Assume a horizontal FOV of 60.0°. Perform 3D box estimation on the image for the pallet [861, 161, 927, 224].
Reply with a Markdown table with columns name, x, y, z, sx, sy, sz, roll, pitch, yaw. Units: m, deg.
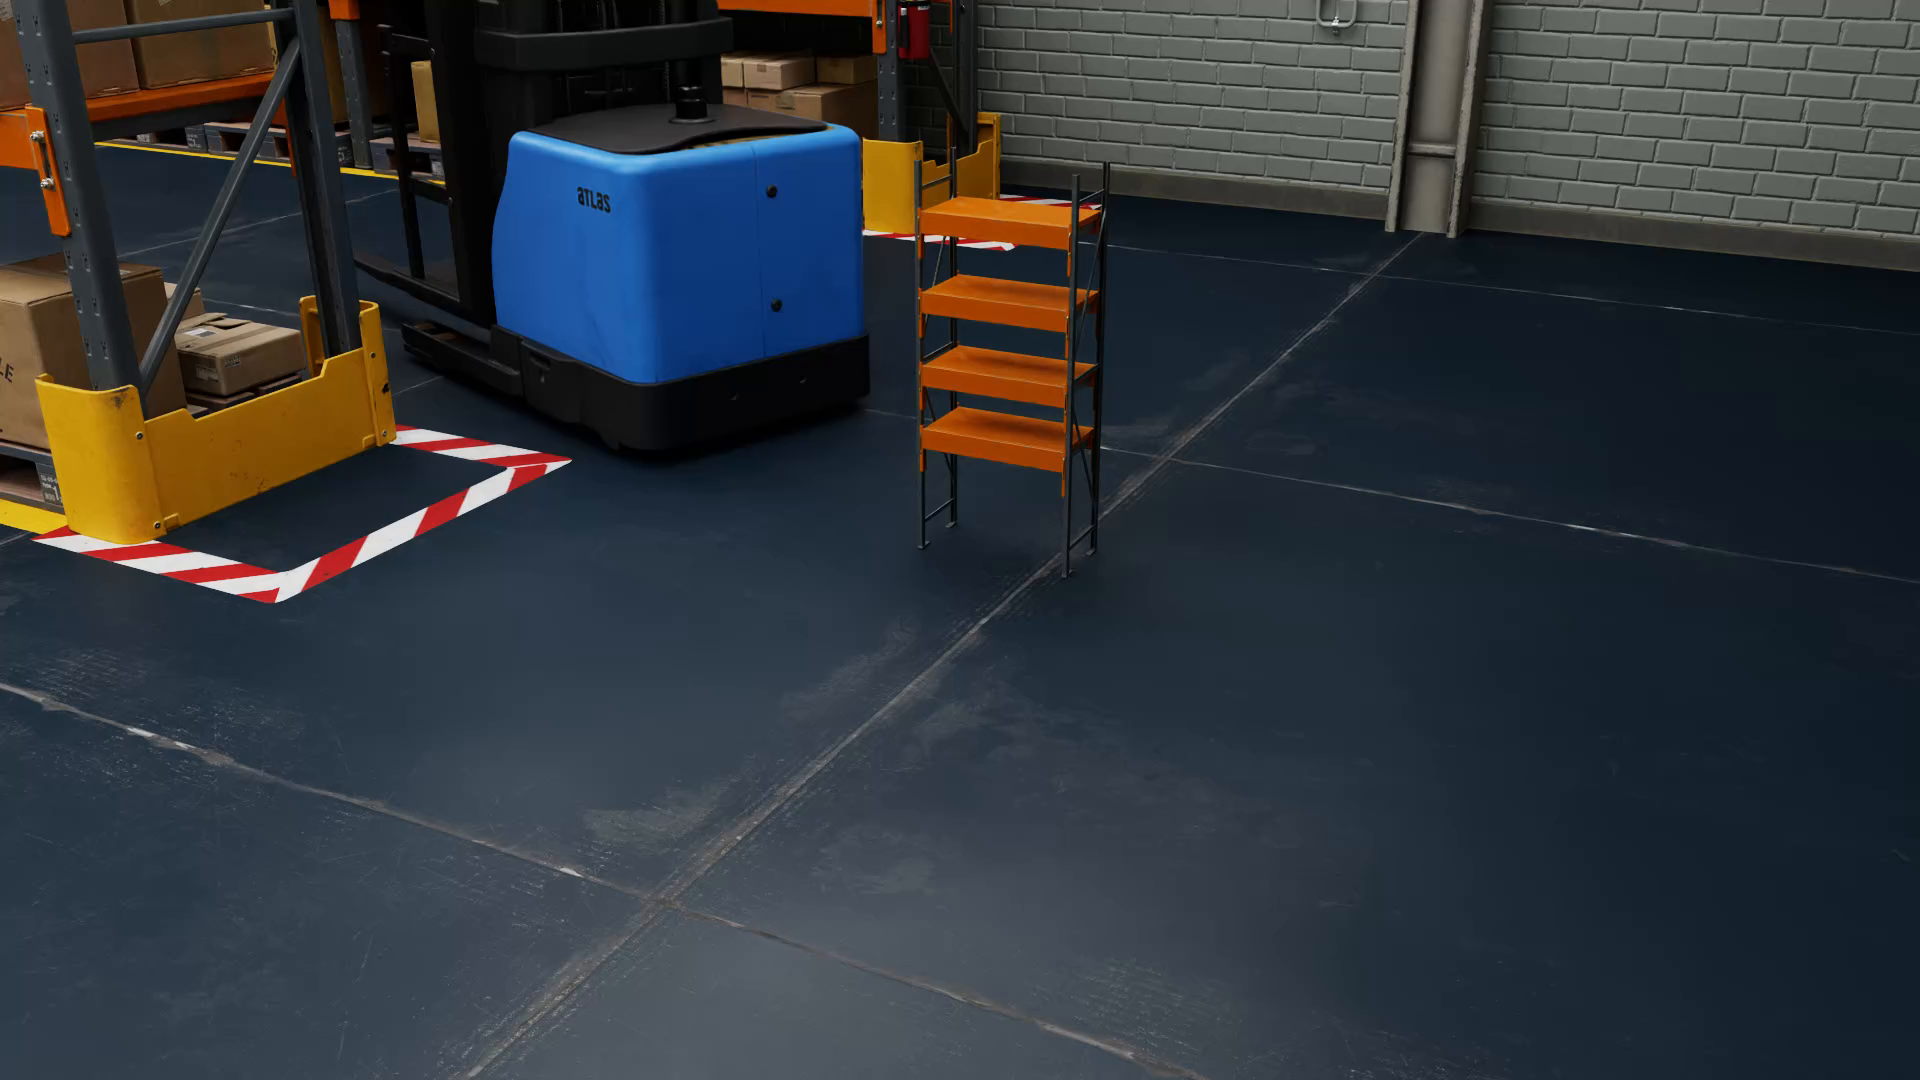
| name | x | y | z | sx | sy | sz | roll | pitch | yaw |
| --- | --- | --- | --- | --- | --- | --- | --- | --- | --- |
| pallet | -0.921 | -2.138 | 10.007 | 1.213 | 0.211 | 1.003 | 11 | 25 | 25 |

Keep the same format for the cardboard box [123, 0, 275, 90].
| name | x | y | z | sx | sy | sz | roll | pitch | yaw |
| --- | --- | --- | --- | --- | --- | --- | --- | --- | --- |
| cardboard box | -2.681 | -1.793 | 5.505 | 0.500 | 0.500 | 0.500 | 12 | 26 | 26 |

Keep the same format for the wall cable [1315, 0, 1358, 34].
| name | x | y | z | sx | sy | sz | roll | pitch | yaw |
| --- | --- | --- | --- | --- | --- | --- | --- | --- | --- |
| wall cable | 1.398 | -3.879 | 9.240 | 1.851 | 1.984 | 0.084 | 11 | 25 | 25 |

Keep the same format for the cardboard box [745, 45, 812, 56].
| name | x | y | z | sx | sy | sz | roll | pitch | yaw |
| --- | --- | --- | --- | --- | --- | --- | --- | --- | --- |
| cardboard box | -1.092 | -2.874 | 10.004 | 0.250 | 0.149 | 0.380 | 11 | 26 | 25 |

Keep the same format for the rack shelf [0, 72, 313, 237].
| name | x | y | z | sx | sy | sz | roll | pitch | yaw |
| --- | --- | --- | --- | --- | --- | --- | --- | --- | --- |
| rack shelf | -4.189 | -1.599 | 6.095 | 4.000 | 0.370 | 1.077 | 11 | 25 | 25 |

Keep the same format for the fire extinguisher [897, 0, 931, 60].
| name | x | y | z | sx | sy | sz | roll | pitch | yaw |
| --- | --- | --- | --- | --- | --- | --- | --- | --- | --- |
| fire extinguisher | -0.246 | -2.912 | 8.840 | 0.183 | 0.674 | 0.296 | 11 | 25 | 25 |

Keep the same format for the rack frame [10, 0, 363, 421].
| name | x | y | z | sx | sy | sz | roll | pitch | yaw |
| --- | --- | --- | --- | --- | --- | --- | --- | --- | --- |
| rack frame | -2.404 | -1.577 | 5.124 | 0.127 | 3.000 | 1.000 | 11 | 25 | 25 |

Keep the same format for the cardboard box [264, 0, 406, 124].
| name | x | y | z | sx | sy | sz | roll | pitch | yaw |
| --- | --- | --- | --- | --- | --- | --- | --- | --- | --- |
| cardboard box | -4.380 | -3.287 | 11.356 | 0.750 | 0.750 | 0.750 | 12 | 26 | 25 |

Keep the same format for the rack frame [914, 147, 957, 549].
| name | x | y | z | sx | sy | sz | roll | pitch | yaw |
| --- | --- | --- | --- | --- | --- | --- | --- | --- | --- |
| rack frame | -0.070 | -0.566 | 5.048 | 0.015 | 1.200 | 0.240 | 11 | 25 | 25 |

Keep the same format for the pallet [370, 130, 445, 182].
| name | x | y | z | sx | sy | sz | roll | pitch | yaw |
| --- | --- | --- | --- | --- | --- | --- | --- | --- | --- |
| pallet | -3.098 | -2.569 | 11.021 | 1.213 | 0.211 | 1.003 | 11 | 25 | 25 |

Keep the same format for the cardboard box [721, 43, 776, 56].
| name | x | y | z | sx | sy | sz | roll | pitch | yaw |
| --- | --- | --- | --- | --- | --- | --- | --- | --- | --- |
| cardboard box | -1.316 | -2.919 | 10.109 | 0.250 | 0.149 | 0.380 | 11 | 26 | 25 |

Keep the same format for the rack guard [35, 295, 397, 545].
| name | x | y | z | sx | sy | sz | roll | pitch | yaw |
| --- | --- | --- | --- | --- | --- | --- | --- | --- | --- |
| rack guard | -2.472 | -0.440 | 5.645 | 0.348 | 0.500 | 1.175 | 11 | 25 | 25 |

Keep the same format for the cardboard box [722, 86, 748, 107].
| name | x | y | z | sx | sy | sz | roll | pitch | yaw |
| --- | --- | --- | --- | --- | --- | --- | --- | --- | --- |
| cardboard box | -1.288 | -2.527 | 10.017 | 0.500 | 0.500 | 0.700 | 11 | 25 | 24 |

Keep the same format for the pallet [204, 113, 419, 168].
| name | x | y | z | sx | sy | sz | roll | pitch | yaw |
| --- | --- | --- | --- | --- | --- | --- | --- | --- | --- |
| pallet | -4.464 | -2.840 | 11.659 | 1.213 | 0.211 | 1.003 | 11 | 25 | 25 |

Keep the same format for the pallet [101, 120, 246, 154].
| name | x | y | z | sx | sy | sz | roll | pitch | yaw |
| --- | --- | --- | --- | --- | --- | --- | --- | --- | --- |
| pallet | -5.557 | -3.055 | 12.164 | 1.213 | 0.211 | 1.003 | 11 | 25 | 25 |

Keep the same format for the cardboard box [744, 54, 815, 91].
| name | x | y | z | sx | sy | sz | roll | pitch | yaw |
| --- | --- | --- | --- | --- | --- | --- | --- | --- | --- |
| cardboard box | -1.039 | -2.696 | 9.586 | 0.250 | 0.149 | 0.380 | 11 | 25 | 24 |

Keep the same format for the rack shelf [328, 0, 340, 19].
| name | x | y | z | sx | sy | sz | roll | pitch | yaw |
| --- | --- | --- | --- | --- | --- | --- | --- | --- | --- |
| rack shelf | -5.527 | -4.036 | 11.826 | 4.000 | 0.370 | 1.077 | 11 | 25 | 25 |

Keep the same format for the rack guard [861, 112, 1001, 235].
| name | x | y | z | sx | sy | sz | roll | pitch | yaw |
| --- | --- | --- | --- | --- | --- | --- | --- | --- | --- |
| rack guard | -0.151 | -2.153 | 9.673 | 0.348 | 0.500 | 1.175 | 11 | 25 | 25 |

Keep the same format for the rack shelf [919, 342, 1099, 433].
| name | x | y | z | sx | sy | sz | roll | pitch | yaw |
| --- | --- | --- | --- | --- | --- | --- | --- | --- | --- |
| rack shelf | 0.148 | -0.461 | 4.973 | 0.480 | 0.148 | 0.258 | 11 | 25 | 25 |

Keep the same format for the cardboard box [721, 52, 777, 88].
| name | x | y | z | sx | sy | sz | roll | pitch | yaw |
| --- | --- | --- | --- | --- | --- | --- | --- | --- | --- |
| cardboard box | -1.267 | -2.741 | 9.692 | 0.250 | 0.149 | 0.380 | 12 | 26 | 26 |

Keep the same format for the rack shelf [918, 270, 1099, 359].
| name | x | y | z | sx | sy | sz | roll | pitch | yaw |
| --- | --- | --- | --- | --- | --- | --- | --- | --- | --- |
| rack shelf | 0.148 | -0.667 | 4.885 | 0.480 | 0.148 | 0.258 | 11 | 25 | 25 |

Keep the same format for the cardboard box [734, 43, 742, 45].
| name | x | y | z | sx | sy | sz | roll | pitch | yaw |
| --- | --- | --- | --- | --- | --- | --- | --- | --- | --- |
| cardboard box | -1.543 | -2.963 | 10.214 | 0.250 | 0.149 | 0.380 | 12 | 26 | 25 |

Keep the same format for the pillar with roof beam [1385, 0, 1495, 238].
| name | x | y | z | sx | sy | sz | roll | pitch | yaw |
| --- | --- | --- | --- | --- | --- | --- | --- | --- | --- |
| pillar with roof beam | 0.685 | -4.390 | 4.074 | 0.400 | 9.000 | 9.100 | 11 | 25 | 25 |

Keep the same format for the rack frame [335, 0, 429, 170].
| name | x | y | z | sx | sy | sz | roll | pitch | yaw |
| --- | --- | --- | --- | --- | --- | --- | --- | --- | --- |
| rack frame | -3.742 | -4.014 | 10.855 | 0.127 | 3.000 | 1.000 | 11 | 25 | 25 |

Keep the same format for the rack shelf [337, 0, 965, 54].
| name | x | y | z | sx | sy | sz | roll | pitch | yaw |
| --- | --- | --- | --- | --- | --- | --- | --- | --- | --- |
| rack shelf | -1.957 | -3.329 | 10.165 | 4.000 | 0.370 | 1.077 | 11 | 25 | 25 |

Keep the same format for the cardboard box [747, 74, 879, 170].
| name | x | y | z | sx | sy | sz | roll | pitch | yaw |
| --- | --- | --- | --- | --- | --- | --- | --- | --- | --- |
| cardboard box | -0.842 | -2.439 | 9.809 | 0.500 | 0.500 | 0.700 | 11 | 25 | 25 |

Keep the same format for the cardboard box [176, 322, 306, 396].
| name | x | y | z | sx | sy | sz | roll | pitch | yaw |
| --- | --- | --- | --- | --- | --- | --- | --- | --- | --- |
| cardboard box | -2.622 | -0.661 | 6.052 | 0.250 | 0.149 | 0.380 | 11 | 25 | 25 |

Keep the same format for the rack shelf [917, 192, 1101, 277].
| name | x | y | z | sx | sy | sz | roll | pitch | yaw |
| --- | --- | --- | --- | --- | --- | --- | --- | --- | --- |
| rack shelf | 0.148 | -0.885 | 4.793 | 0.480 | 0.148 | 0.258 | 11 | 25 | 25 |

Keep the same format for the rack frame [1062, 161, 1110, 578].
| name | x | y | z | sx | sy | sz | roll | pitch | yaw |
| --- | --- | --- | --- | --- | --- | --- | --- | --- | --- |
| rack frame | 0.365 | -0.480 | 4.845 | 0.015 | 1.200 | 0.240 | 11 | 25 | 25 |

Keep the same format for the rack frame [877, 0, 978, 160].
| name | x | y | z | sx | sy | sz | roll | pitch | yaw |
| --- | --- | --- | --- | --- | --- | --- | --- | --- | --- |
| rack frame | -0.172 | -3.307 | 9.194 | 0.127 | 3.000 | 1.000 | 11 | 25 | 25 |

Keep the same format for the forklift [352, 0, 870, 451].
| name | x | y | z | sx | sy | sz | roll | pitch | yaw |
| --- | --- | --- | --- | --- | --- | --- | --- | --- | --- |
| forklift | -1.698 | -2.156 | 6.575 | 1.130 | 2.935 | 3.031 | -19 | 30 | -38 |

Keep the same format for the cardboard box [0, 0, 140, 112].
| name | x | y | z | sx | sy | sz | roll | pitch | yaw |
| --- | --- | --- | --- | --- | --- | --- | --- | --- | --- |
| cardboard box | -2.926 | -1.607 | 5.067 | 0.500 | 0.500 | 0.500 | 12 | 26 | 26 |

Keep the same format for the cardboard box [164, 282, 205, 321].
| name | x | y | z | sx | sy | sz | roll | pitch | yaw |
| --- | --- | --- | --- | --- | --- | --- | --- | --- | --- |
| cardboard box | -3.207 | -0.797 | 6.243 | 0.500 | 0.250 | 0.500 | 11 | 25 | 25 |

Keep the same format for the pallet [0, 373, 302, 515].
| name | x | y | z | sx | sy | sz | roll | pitch | yaw |
| --- | --- | --- | --- | --- | --- | --- | --- | --- | --- |
| pallet | -3.183 | -0.447 | 6.032 | 1.213 | 0.211 | 1.003 | 11 | 25 | 25 |

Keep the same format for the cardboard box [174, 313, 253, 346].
| name | x | y | z | sx | sy | sz | roll | pitch | yaw |
| --- | --- | --- | --- | --- | --- | --- | --- | --- | --- |
| cardboard box | -2.845 | -0.713 | 6.152 | 0.250 | 0.166 | 0.380 | 11 | 25 | 25 |

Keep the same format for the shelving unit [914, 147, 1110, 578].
| name | x | y | z | sx | sy | sz | roll | pitch | yaw |
| --- | --- | --- | --- | --- | --- | --- | --- | --- | --- |
| shelving unit | 0.148 | -0.523 | 4.946 | 0.503 | 1.200 | 0.258 | 11 | 25 | 25 |

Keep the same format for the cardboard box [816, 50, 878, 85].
| name | x | y | z | sx | sy | sz | roll | pitch | yaw |
| --- | --- | --- | --- | --- | --- | --- | --- | --- | --- |
| cardboard box | -0.640 | -2.785 | 9.795 | 0.250 | 0.149 | 0.380 | 11 | 26 | 25 |

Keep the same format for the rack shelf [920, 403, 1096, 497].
| name | x | y | z | sx | sy | sz | roll | pitch | yaw |
| --- | --- | --- | --- | --- | --- | --- | --- | --- | --- |
| rack shelf | 0.148 | -0.278 | 5.050 | 0.480 | 0.148 | 0.258 | 11 | 25 | 25 |

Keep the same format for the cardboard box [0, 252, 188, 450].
| name | x | y | z | sx | sy | sz | roll | pitch | yaw |
| --- | --- | --- | --- | --- | --- | --- | --- | --- | --- |
| cardboard box | -3.000 | -0.639 | 5.551 | 0.500 | 0.500 | 0.500 | 11 | 25 | 25 |

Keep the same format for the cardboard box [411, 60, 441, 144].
| name | x | y | z | sx | sy | sz | roll | pitch | yaw |
| --- | --- | --- | --- | --- | --- | --- | --- | --- | --- |
| cardboard box | -3.121 | -2.889 | 10.867 | 0.500 | 0.500 | 0.700 | 12 | 26 | 25 |
